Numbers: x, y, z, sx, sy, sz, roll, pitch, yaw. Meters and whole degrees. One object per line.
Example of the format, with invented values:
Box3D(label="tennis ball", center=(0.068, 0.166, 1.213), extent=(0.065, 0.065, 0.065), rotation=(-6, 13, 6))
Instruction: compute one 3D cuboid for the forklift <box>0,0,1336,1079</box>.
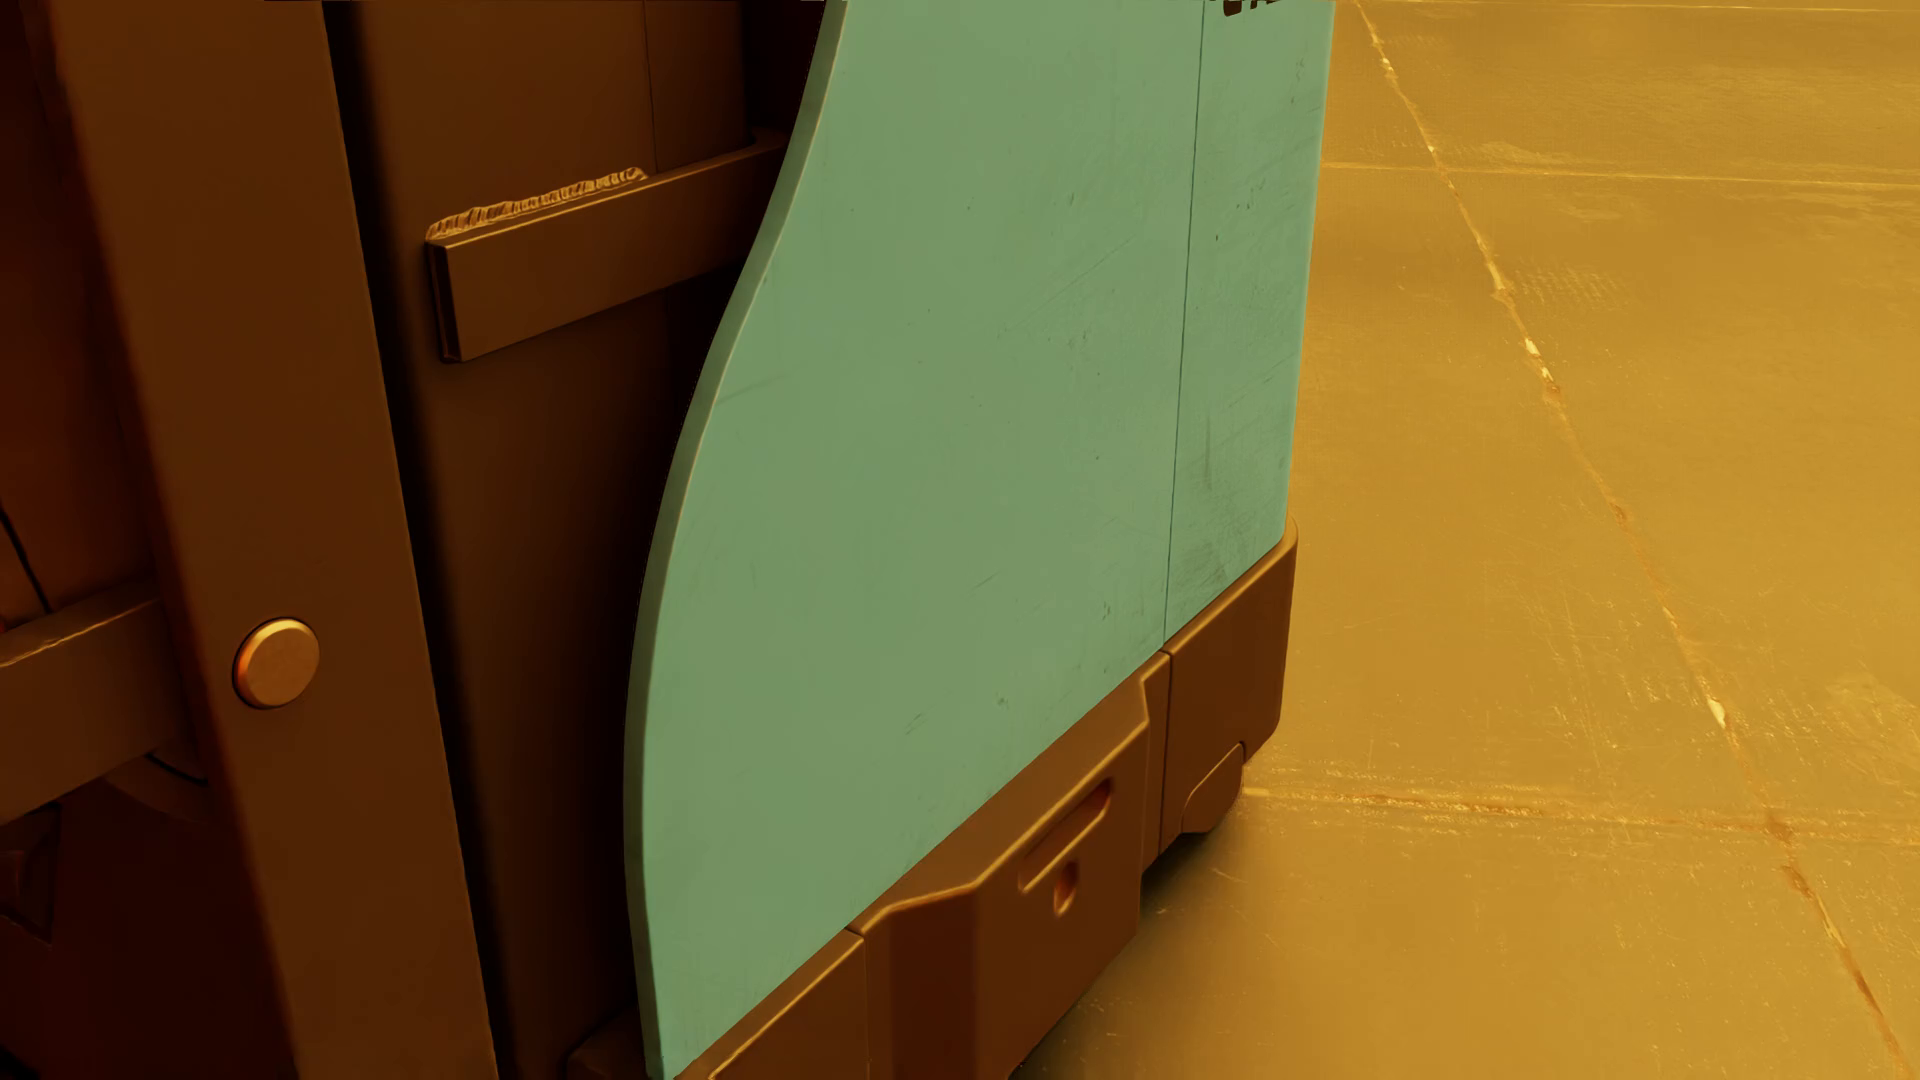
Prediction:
Box3D(label="forklift", center=(-0.870, -0.636, 0.492), extent=(1.130, 2.935, 3.031), rotation=(17, 31, 30))
